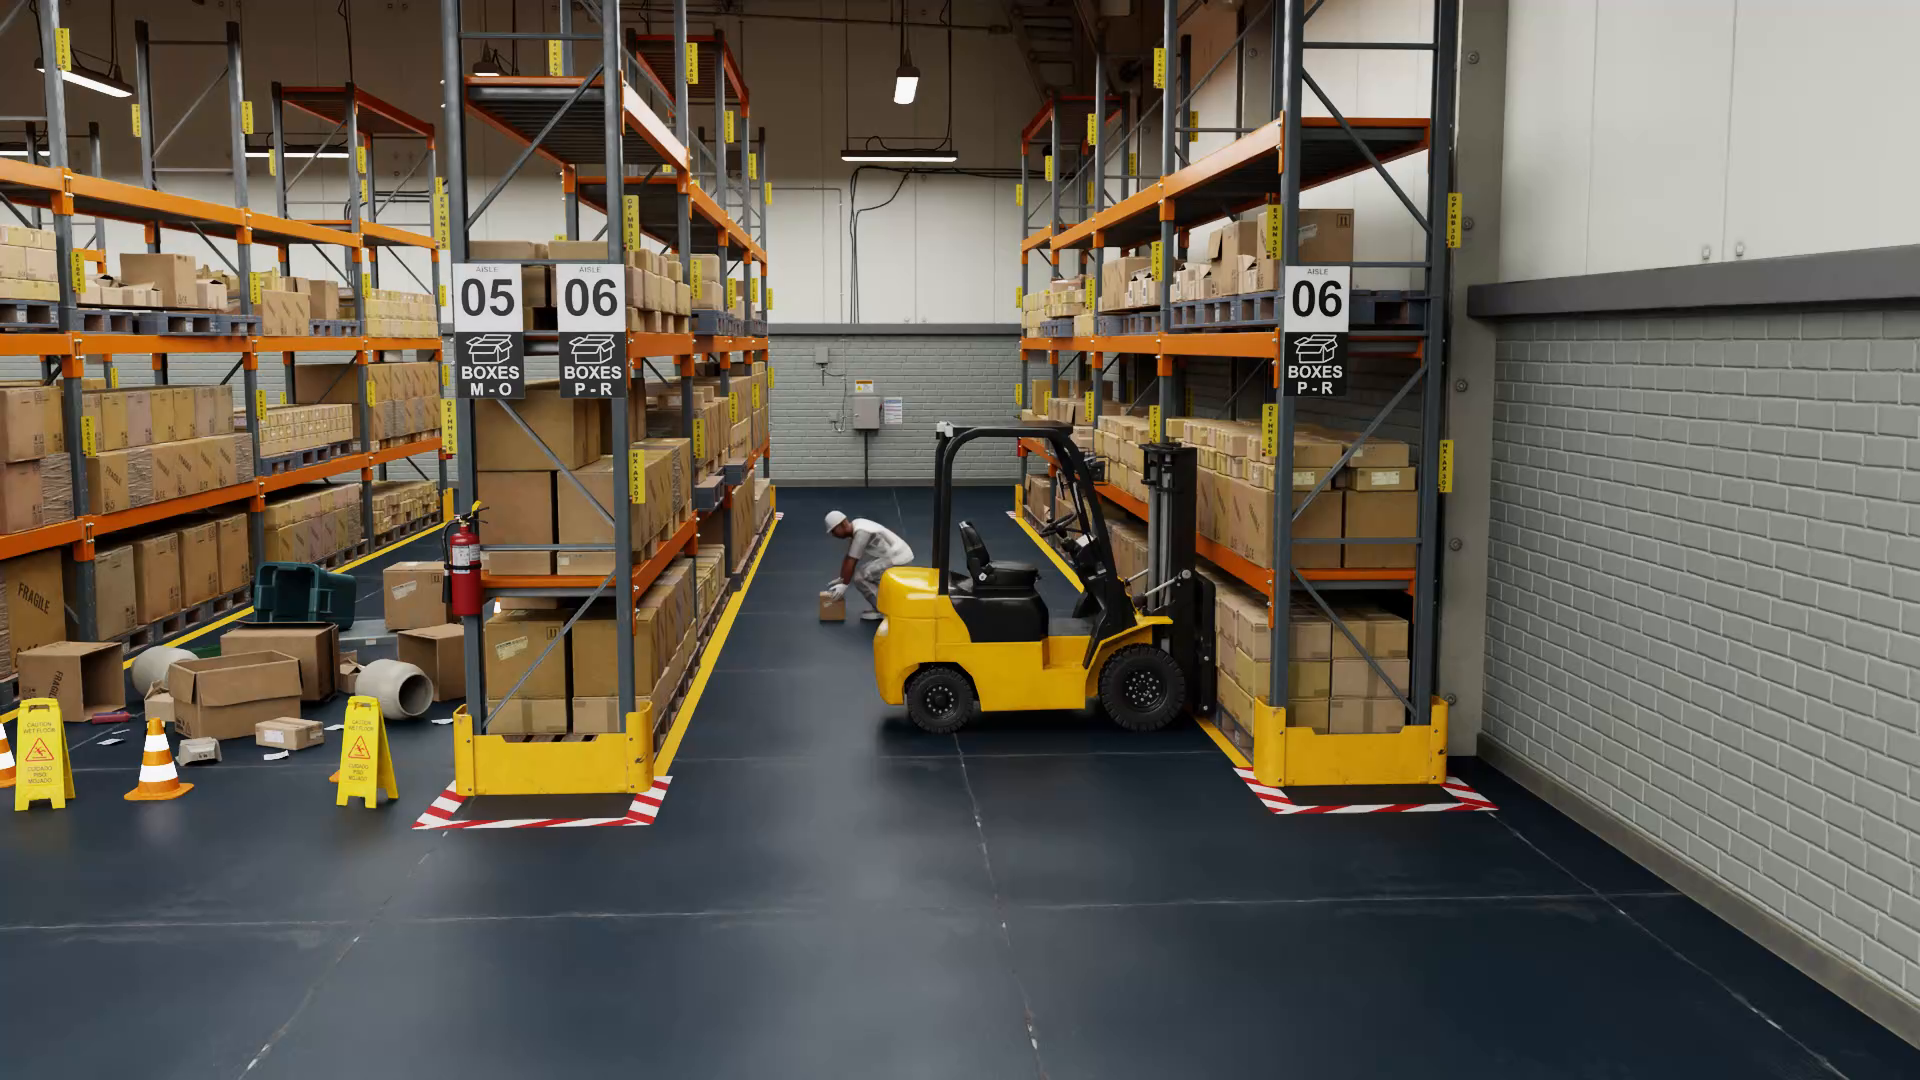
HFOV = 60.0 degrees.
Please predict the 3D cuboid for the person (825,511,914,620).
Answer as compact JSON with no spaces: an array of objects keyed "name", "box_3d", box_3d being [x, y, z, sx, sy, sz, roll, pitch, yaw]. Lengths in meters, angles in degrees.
[{"name":"person","box_3d":[-0.899,0.246,16.554,0.877,1.087,0.588,0,7,-4]}]
